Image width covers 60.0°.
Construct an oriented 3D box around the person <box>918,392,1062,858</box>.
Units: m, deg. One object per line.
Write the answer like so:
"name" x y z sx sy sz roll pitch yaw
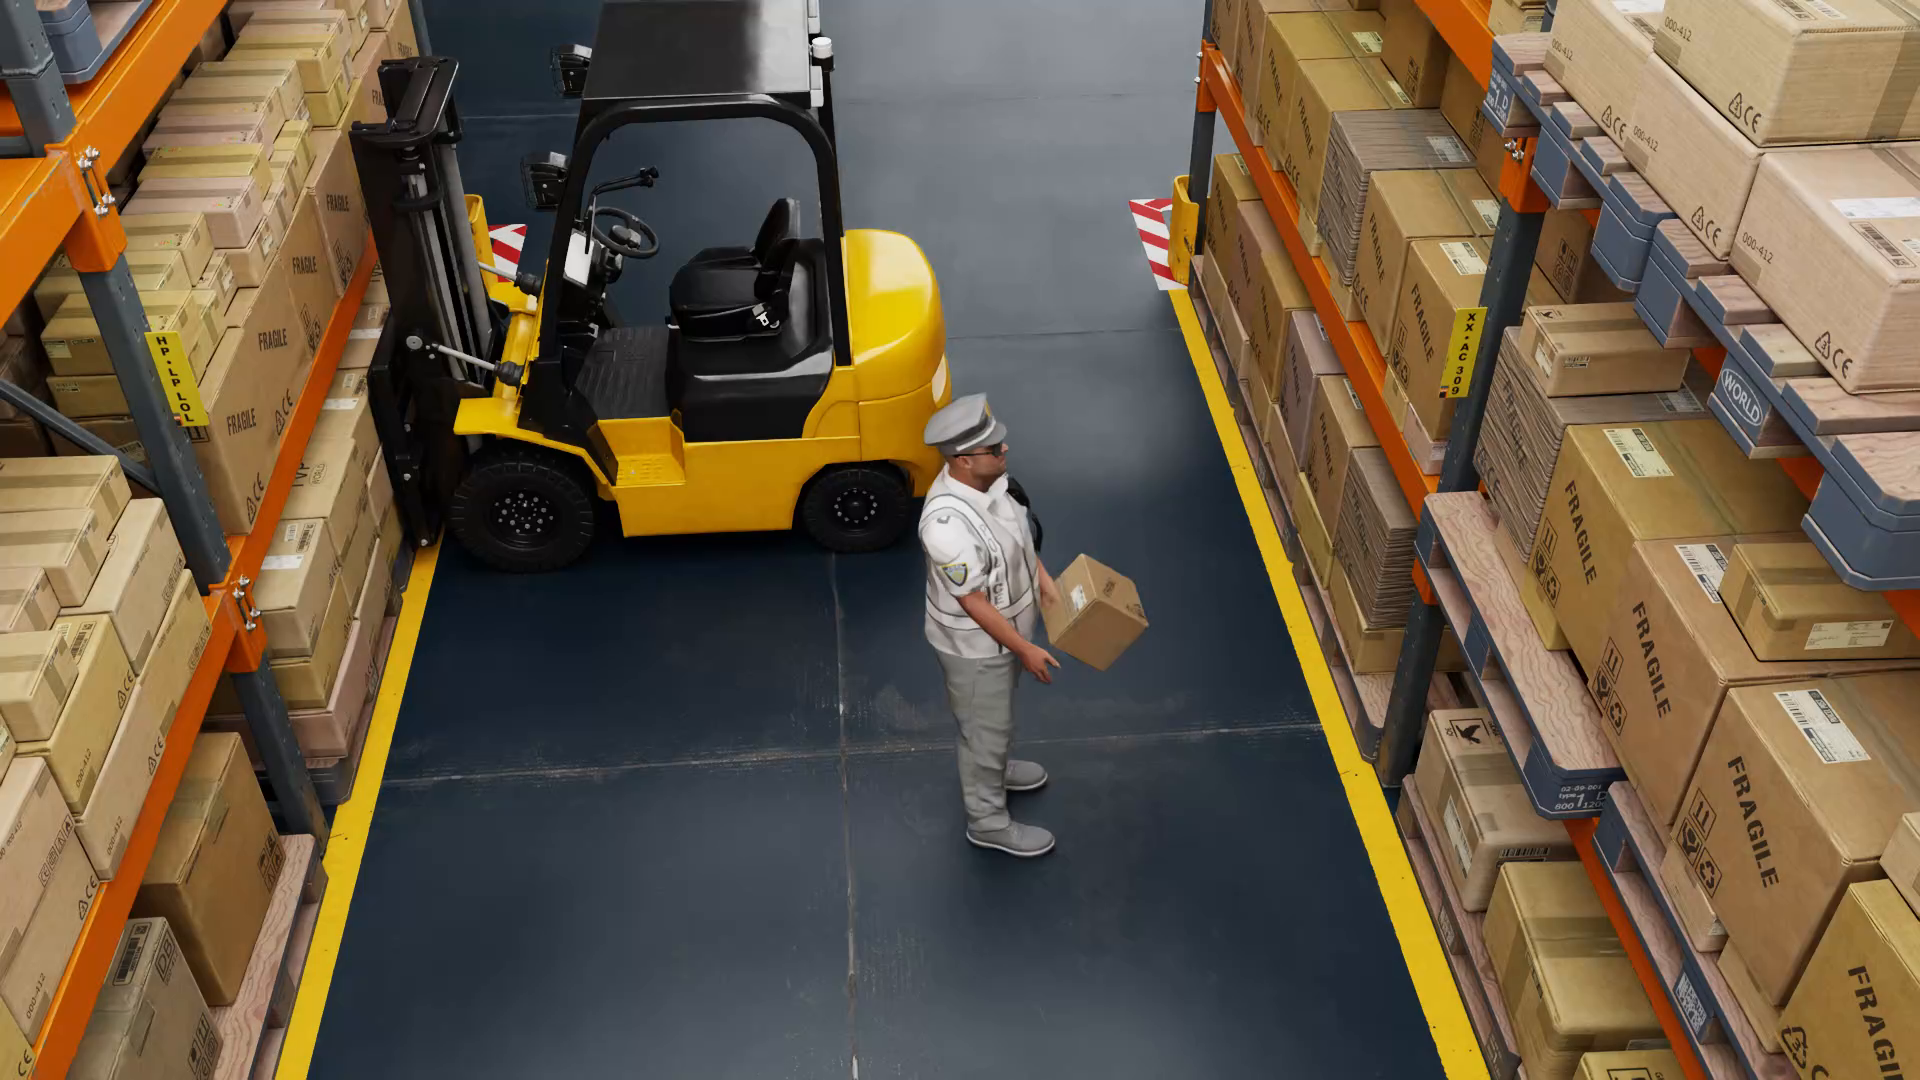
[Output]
"person" 0.140 0.288 5.759 0.532 1.786 0.531 10 40 12
